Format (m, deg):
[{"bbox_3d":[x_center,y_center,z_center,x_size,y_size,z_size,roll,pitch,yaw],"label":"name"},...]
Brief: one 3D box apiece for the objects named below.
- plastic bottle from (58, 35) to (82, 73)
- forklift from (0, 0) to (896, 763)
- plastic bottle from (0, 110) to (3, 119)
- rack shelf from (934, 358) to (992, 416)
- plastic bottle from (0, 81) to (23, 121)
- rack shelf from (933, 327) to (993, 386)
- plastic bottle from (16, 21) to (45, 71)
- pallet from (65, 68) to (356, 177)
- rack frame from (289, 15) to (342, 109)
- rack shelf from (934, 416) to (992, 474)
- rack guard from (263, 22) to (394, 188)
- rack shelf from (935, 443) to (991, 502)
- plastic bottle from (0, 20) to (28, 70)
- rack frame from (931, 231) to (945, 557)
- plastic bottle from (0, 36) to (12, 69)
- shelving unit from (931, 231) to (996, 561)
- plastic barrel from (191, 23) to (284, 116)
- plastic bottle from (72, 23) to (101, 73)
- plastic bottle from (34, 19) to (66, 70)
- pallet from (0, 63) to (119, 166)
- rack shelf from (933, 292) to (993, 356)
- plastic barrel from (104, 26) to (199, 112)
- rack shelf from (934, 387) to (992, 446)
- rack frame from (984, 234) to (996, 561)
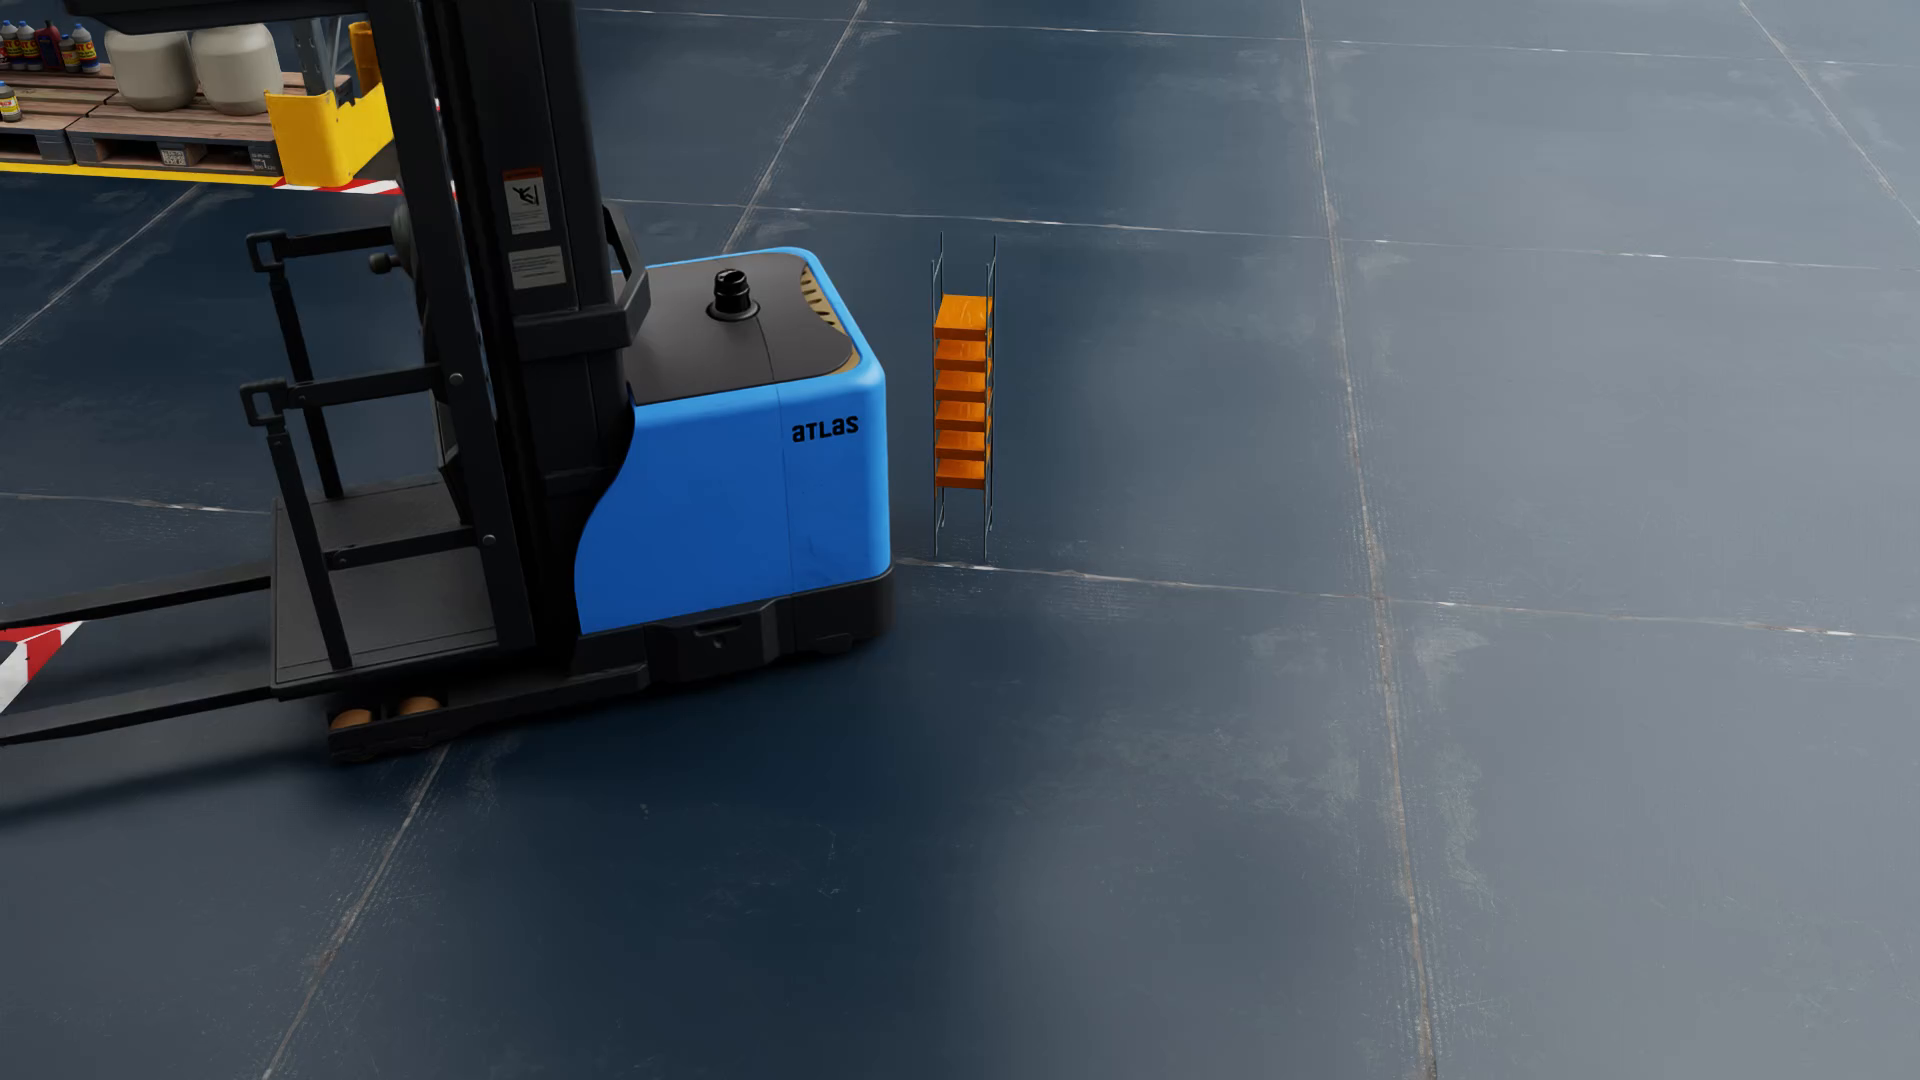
[{"bbox_3d":[-5.173,-2.833,9.667,0.097,0.201,0.097,0,36,0],"label":"plastic bottle"},{"bbox_3d":[-1.795,-0.836,4.899,3.031,2.935,1.130,-11,37,-15],"label":"forklift"},{"bbox_3d":[-5.308,-2.426,9.027,0.133,0.283,0.061,5,36,7],"label":"plastic bottle"},{"bbox_3d":[0.014,-0.549,5.856,0.180,0.103,0.258,4,36,6],"label":"rack shelf"},{"bbox_3d":[-5.190,-2.395,9.053,0.097,0.201,0.097,0,36,0],"label":"plastic bottle"},{"bbox_3d":[0.014,-0.646,5.786,0.180,0.103,0.258,4,36,6],"label":"rack shelf"},{"bbox_3d":[-5.411,-2.879,9.672,0.097,0.271,0.097,0,36,0],"label":"plastic bottle"},{"bbox_3d":[-4.199,-2.378,9.400,1.213,0.211,1.003,4,36,6],"label":"pallet"},{"bbox_3d":[-3.312,-3.471,8.532,0.127,3.000,1.000,4,36,6],"label":"rack frame"},{"bbox_3d":[0.014,-0.353,5.995,0.180,0.103,0.258,4,36,6],"label":"rack shelf"},{"bbox_3d":[-3.393,-2.432,9.228,0.348,0.500,1.175,4,36,6],"label":"rack guard"},{"bbox_3d":[0.014,-0.256,6.065,0.180,0.103,0.258,4,36,6],"label":"rack shelf"},{"bbox_3d":[-5.510,-2.886,9.682,0.097,0.271,0.097,0,36,0],"label":"plastic bottle"},{"bbox_3d":[-0.076,-0.494,5.909,0.006,1.200,0.240,4,36,6],"label":"rack frame"},{"bbox_3d":[-5.608,-2.865,9.713,0.097,0.201,0.097,0,36,0],"label":"plastic bottle"},{"bbox_3d":[0.014,-0.487,5.900,0.189,1.200,0.258,4,36,6],"label":"shelving unit"},{"bbox_3d":[-3.975,-2.634,9.139,0.421,0.512,0.421,0,36,0],"label":"plastic barrel"},{"bbox_3d":[-5.071,-2.854,9.636,0.097,0.271,0.097,0,36,0],"label":"plastic bottle"},{"bbox_3d":[-5.293,-2.886,9.671,0.133,0.283,0.061,5,36,7],"label":"plastic bottle"},{"bbox_3d":[-5.405,-2.470,9.529,1.213,0.211,1.003,4,36,6],"label":"pallet"},{"bbox_3d":[0.014,-0.744,5.717,0.180,0.103,0.258,4,36,6],"label":"rack shelf"},{"bbox_3d":[-4.472,-2.671,9.191,0.421,0.512,0.421,0,36,0],"label":"plastic barrel"},{"bbox_3d":[0.014,-0.451,5.926,0.180,0.103,0.258,4,36,6],"label":"rack shelf"},{"bbox_3d":[0.105,-0.481,5.890,0.006,1.200,0.240,4,36,6],"label":"rack frame"}]
